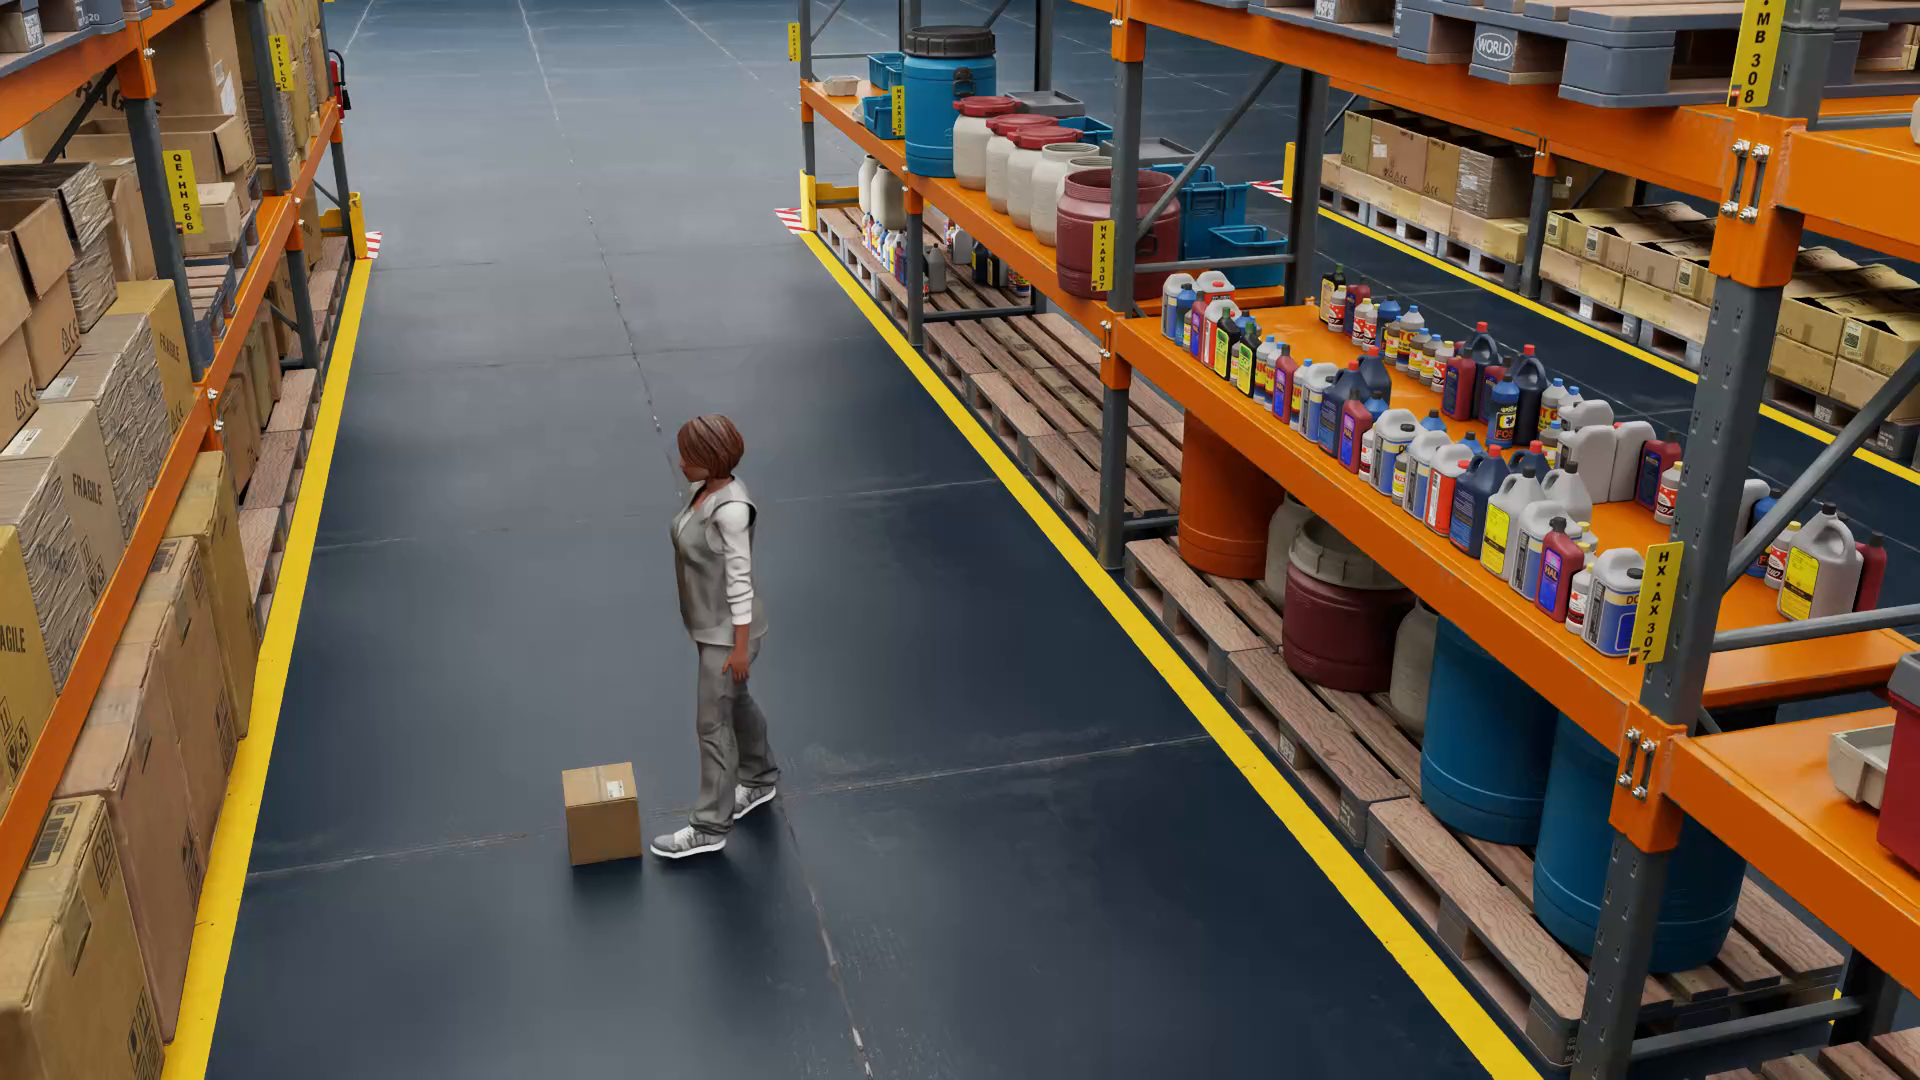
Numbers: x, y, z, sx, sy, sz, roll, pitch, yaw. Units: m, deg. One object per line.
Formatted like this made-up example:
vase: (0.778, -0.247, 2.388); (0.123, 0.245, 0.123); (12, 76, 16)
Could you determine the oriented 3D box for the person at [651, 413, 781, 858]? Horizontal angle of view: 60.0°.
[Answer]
person: (-0.890, 0.353, 5.843); (0.548, 1.552, 0.433); (-9, 25, -19)
